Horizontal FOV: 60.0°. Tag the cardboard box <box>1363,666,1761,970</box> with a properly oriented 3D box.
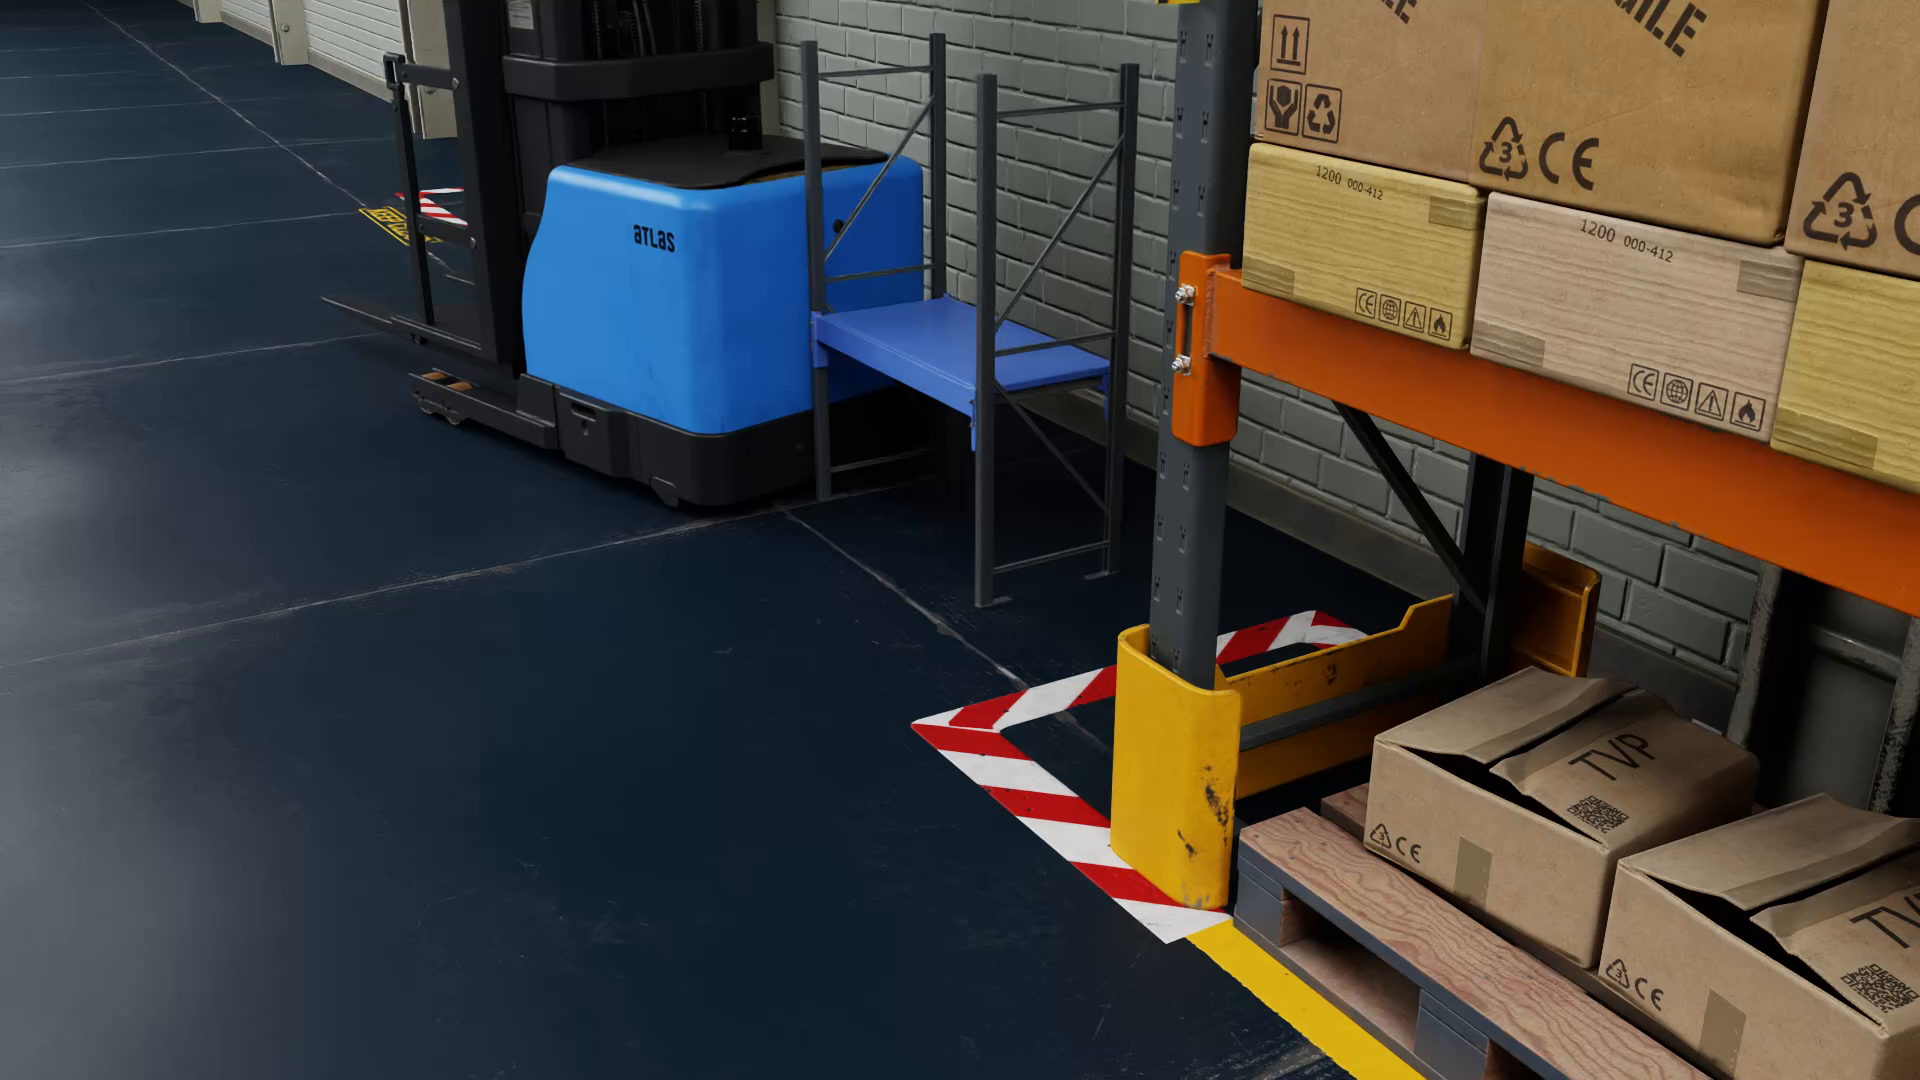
[{"bbox_3d":[1.133,0.474,3.147,0.500,0.311,0.500,-16,27,-34],"label":"cardboard box"}]

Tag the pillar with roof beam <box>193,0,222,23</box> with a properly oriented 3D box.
[{"bbox_3d":[-14.002,-10.469,19.117,9.100,9.000,0.400,-13,25,-28],"label":"pillar with roof beam"}]

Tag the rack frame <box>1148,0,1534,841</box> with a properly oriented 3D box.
[{"bbox_3d":[0.857,-0.809,3.318,1.000,3.000,0.127,-13,25,-28],"label":"rack frame"}]

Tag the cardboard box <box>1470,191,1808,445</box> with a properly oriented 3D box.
[{"bbox_3d":[1.111,-0.364,2.396,0.500,0.250,0.500,-13,26,-30],"label":"cardboard box"}]

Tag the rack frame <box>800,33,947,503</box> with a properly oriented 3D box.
[{"bbox_3d":[-0.267,-0.873,5.467,0.500,1.500,0.032,-13,25,-29],"label":"rack frame"}]

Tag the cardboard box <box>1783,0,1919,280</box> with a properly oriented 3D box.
[{"bbox_3d":[1.345,-0.553,1.866,0.500,0.500,0.500,-14,26,-30],"label":"cardboard box"}]

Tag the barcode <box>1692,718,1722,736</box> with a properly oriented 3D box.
[{"bbox_3d":[1.486,0.399,3.321,0.001,0.075,0.075,-13,25,-28],"label":"barcode"}]

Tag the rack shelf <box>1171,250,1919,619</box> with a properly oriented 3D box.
[{"bbox_3d":[1.879,0.172,1.860,1.077,0.370,4.000,-13,25,-28],"label":"rack shelf"}]

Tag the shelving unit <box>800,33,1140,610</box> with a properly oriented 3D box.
[{"bbox_3d":[-0.001,-0.710,5.066,0.538,1.500,1.048,-13,25,-29],"label":"shelving unit"}]

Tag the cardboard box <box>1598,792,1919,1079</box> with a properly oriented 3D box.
[{"bbox_3d":[1.424,0.659,2.693,0.500,0.311,0.500,-10,24,-24],"label":"cardboard box"}]

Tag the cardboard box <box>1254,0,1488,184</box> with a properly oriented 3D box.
[{"bbox_3d":[0.843,-0.884,2.678,0.500,0.500,0.500,-13,25,-28],"label":"cardboard box"}]

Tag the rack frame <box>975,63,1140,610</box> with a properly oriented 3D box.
[{"bbox_3d":[0.264,-0.546,4.664,0.500,1.500,0.032,-13,25,-29],"label":"rack frame"}]

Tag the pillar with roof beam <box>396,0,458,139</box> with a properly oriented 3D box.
[{"bbox_3d":[-7.872,-6.584,9.560,9.100,9.000,0.400,-13,25,-28],"label":"pillar with roof beam"}]

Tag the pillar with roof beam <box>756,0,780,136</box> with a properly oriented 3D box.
[{"bbox_3d":[-4.808,-4.642,4.781,9.100,9.000,0.400,-13,25,-28],"label":"pillar with roof beam"}]

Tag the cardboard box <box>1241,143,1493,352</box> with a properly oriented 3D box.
[{"bbox_3d":[0.833,-0.529,2.803,0.500,0.250,0.500,-13,26,-30],"label":"cardboard box"}]

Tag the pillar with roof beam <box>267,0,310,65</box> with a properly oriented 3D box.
[{"bbox_3d":[-10.937,-8.526,14.338,9.100,9.000,0.400,-13,25,-28],"label":"pillar with roof beam"}]

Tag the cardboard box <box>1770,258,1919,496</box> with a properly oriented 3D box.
[{"bbox_3d":[1.366,-0.198,1.988,0.500,0.250,0.500,-13,26,-29],"label":"cardboard box"}]

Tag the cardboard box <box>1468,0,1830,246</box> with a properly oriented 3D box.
[{"bbox_3d":[1.087,-0.722,2.280,0.500,0.500,0.500,-13,25,-28],"label":"cardboard box"}]

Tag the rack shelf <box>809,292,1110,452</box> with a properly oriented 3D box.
[{"bbox_3d":[-0.001,-0.543,5.133,0.538,0.185,1.000,-13,25,-29],"label":"rack shelf"}]

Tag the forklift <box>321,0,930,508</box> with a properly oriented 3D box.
[{"bbox_3d":[-1.517,-1.922,6.148,3.031,2.935,1.130,20,30,40],"label":"forklift"}]

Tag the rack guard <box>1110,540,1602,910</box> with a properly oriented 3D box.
[{"bbox_3d":[0.896,0.374,3.728,1.175,0.500,0.348,-13,25,-28],"label":"rack guard"}]

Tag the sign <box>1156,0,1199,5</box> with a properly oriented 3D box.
[{"bbox_3d":[0.391,-1.105,2.898,0.100,0.325,0.005,-13,25,-28],"label":"sign"}]

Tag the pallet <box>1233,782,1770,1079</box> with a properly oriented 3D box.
[{"bbox_3d":[1.281,0.777,3.118,1.003,0.211,1.213,-13,25,-28],"label":"pallet"}]
